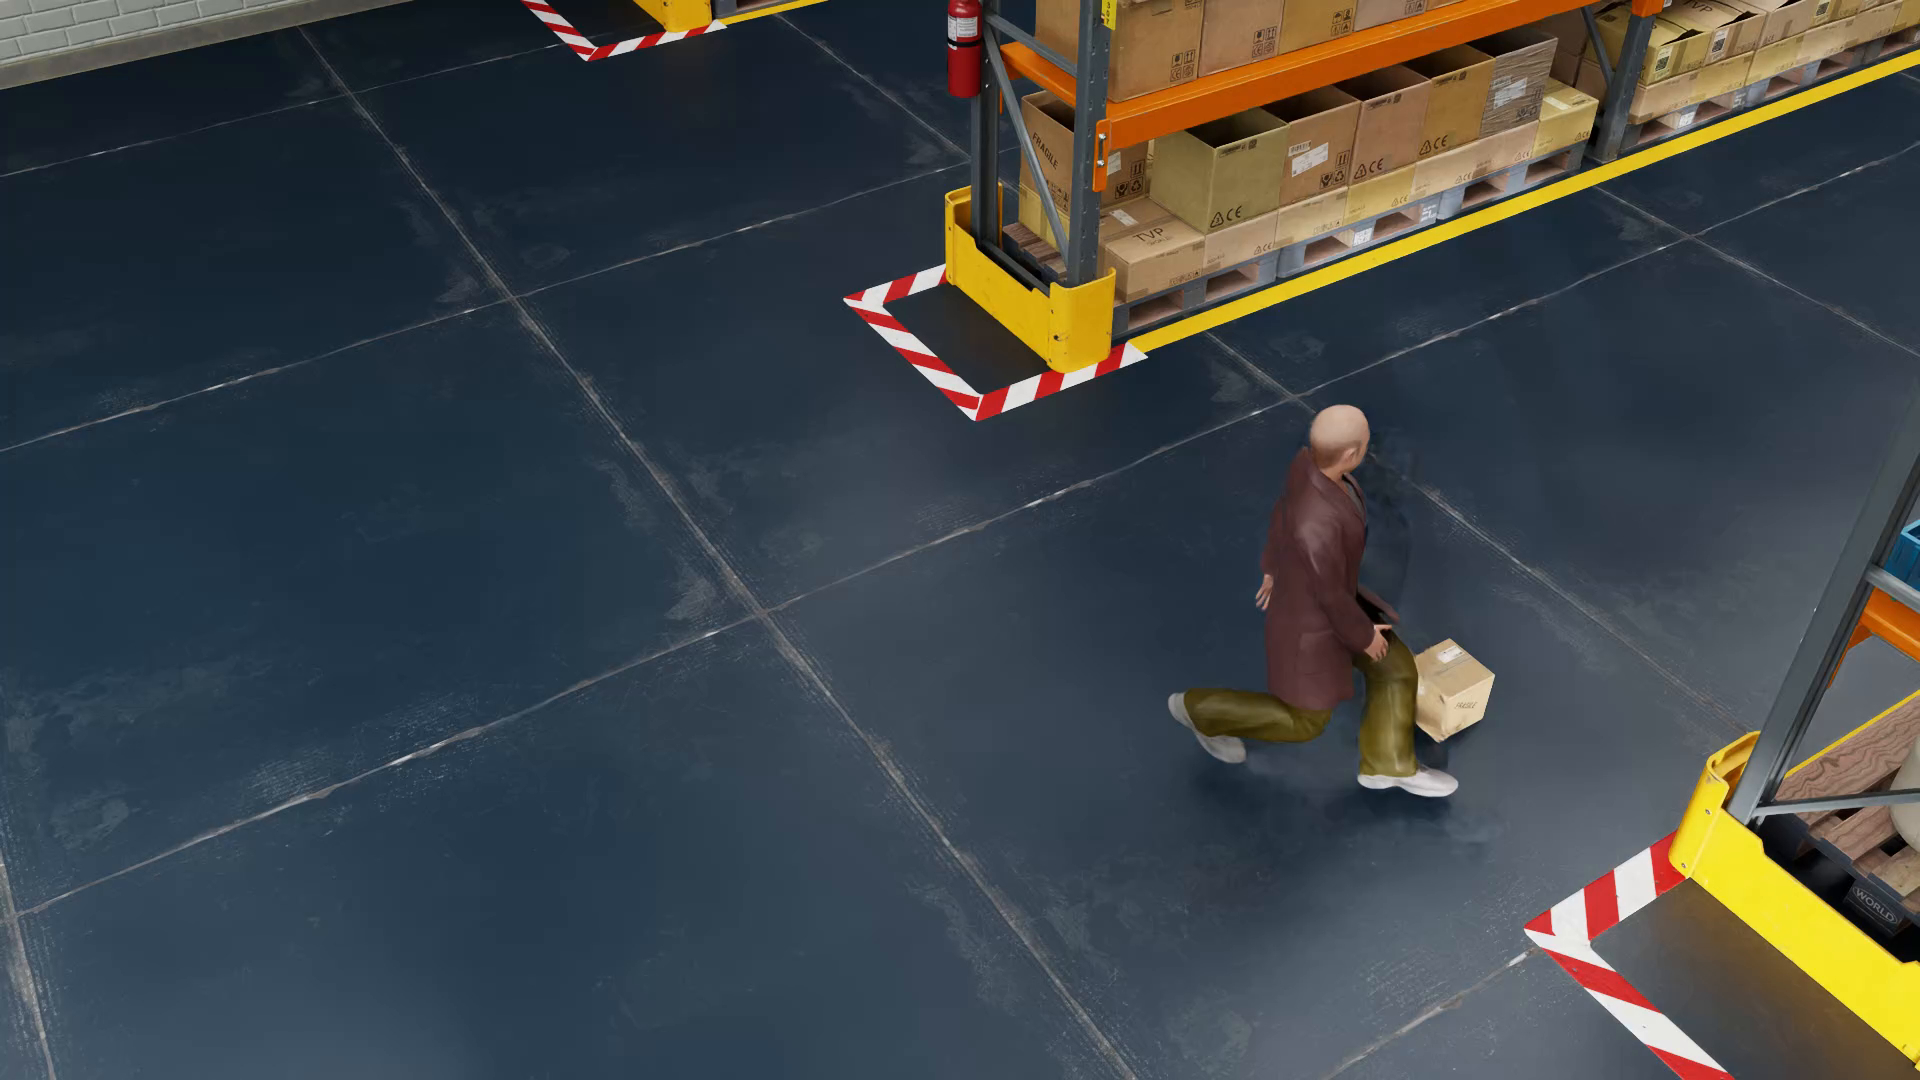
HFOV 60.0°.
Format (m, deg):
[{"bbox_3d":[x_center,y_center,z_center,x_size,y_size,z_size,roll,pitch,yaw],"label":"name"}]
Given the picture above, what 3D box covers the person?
[{"bbox_3d":[1.352,0.247,5.940,1.118,1.644,0.562,12,42,14],"label":"person"}]
